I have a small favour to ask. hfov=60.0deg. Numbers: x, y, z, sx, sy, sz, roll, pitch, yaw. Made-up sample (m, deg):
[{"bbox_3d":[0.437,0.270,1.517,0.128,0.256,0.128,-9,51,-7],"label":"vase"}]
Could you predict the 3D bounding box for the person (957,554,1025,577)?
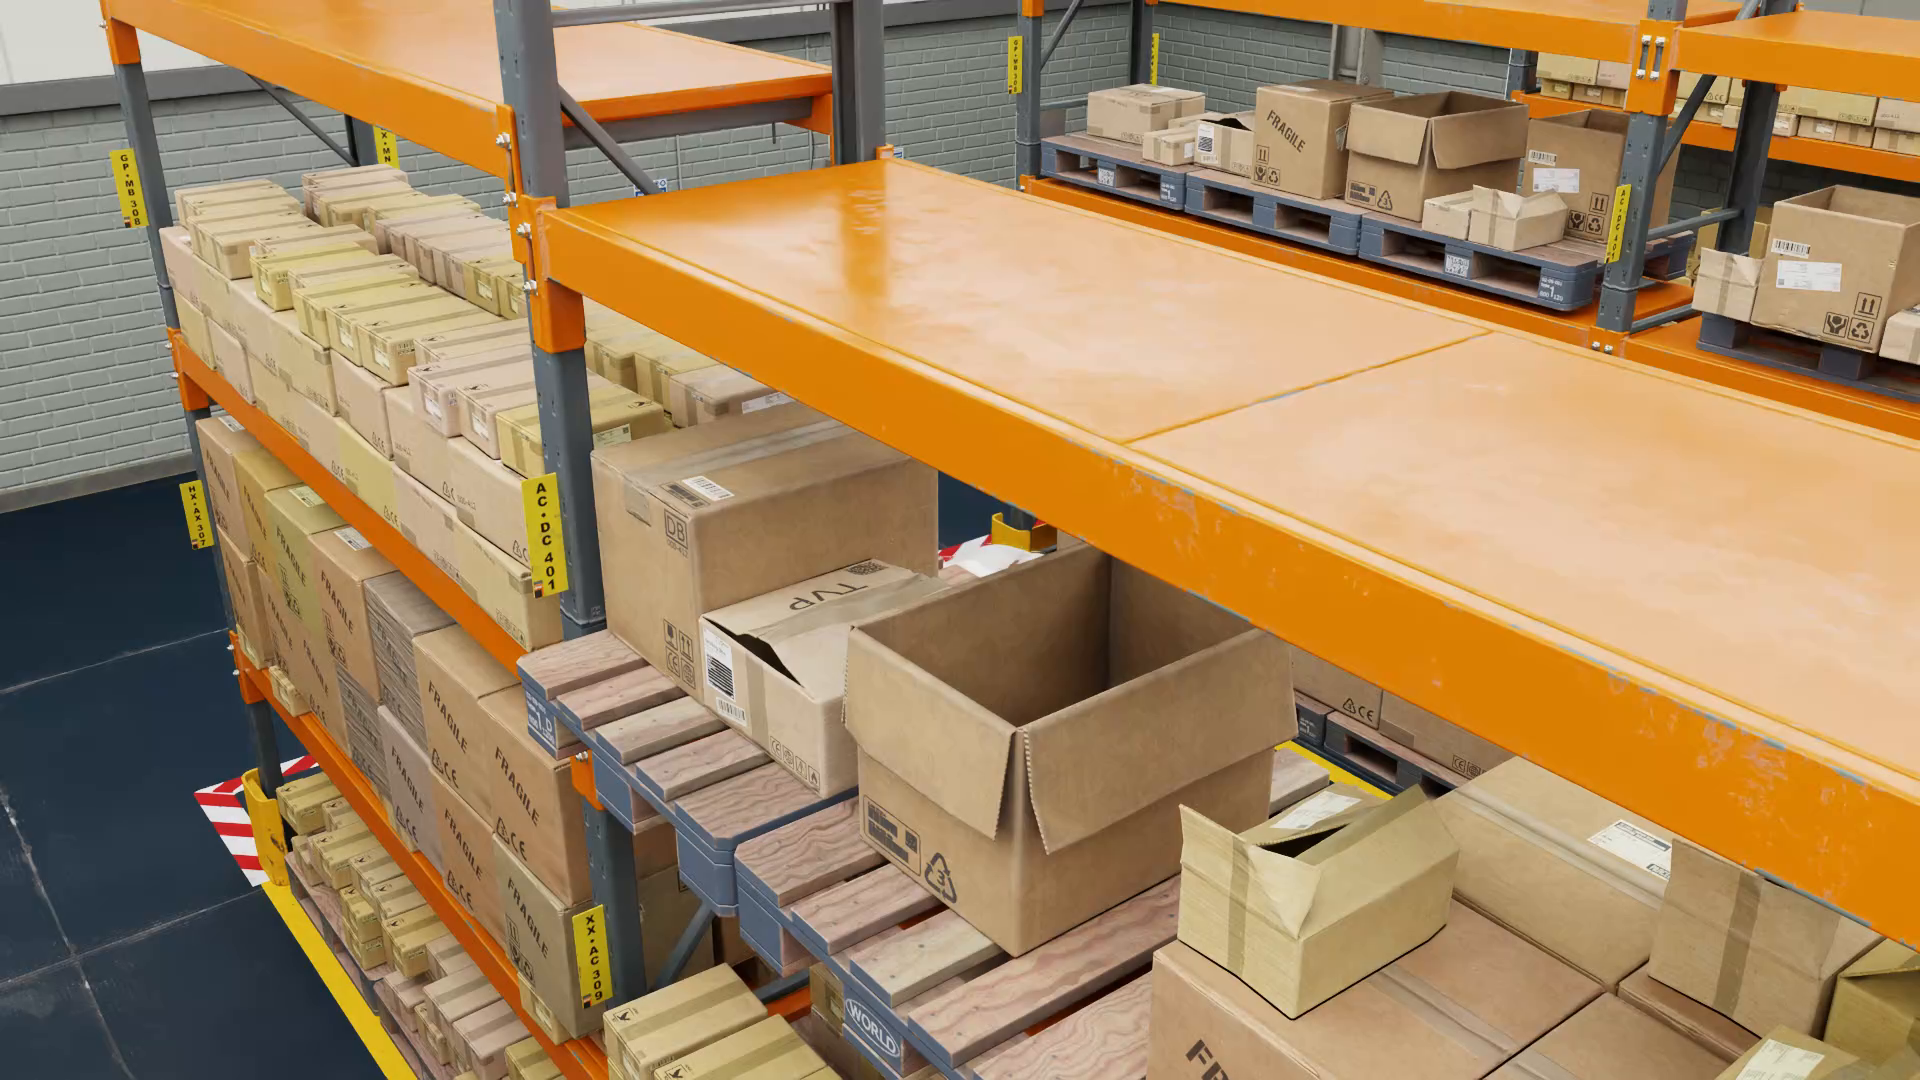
[{"bbox_3d":[0.194,0.480,10.140,0.928,0.890,0.571,22,32,39],"label":"person"}]
